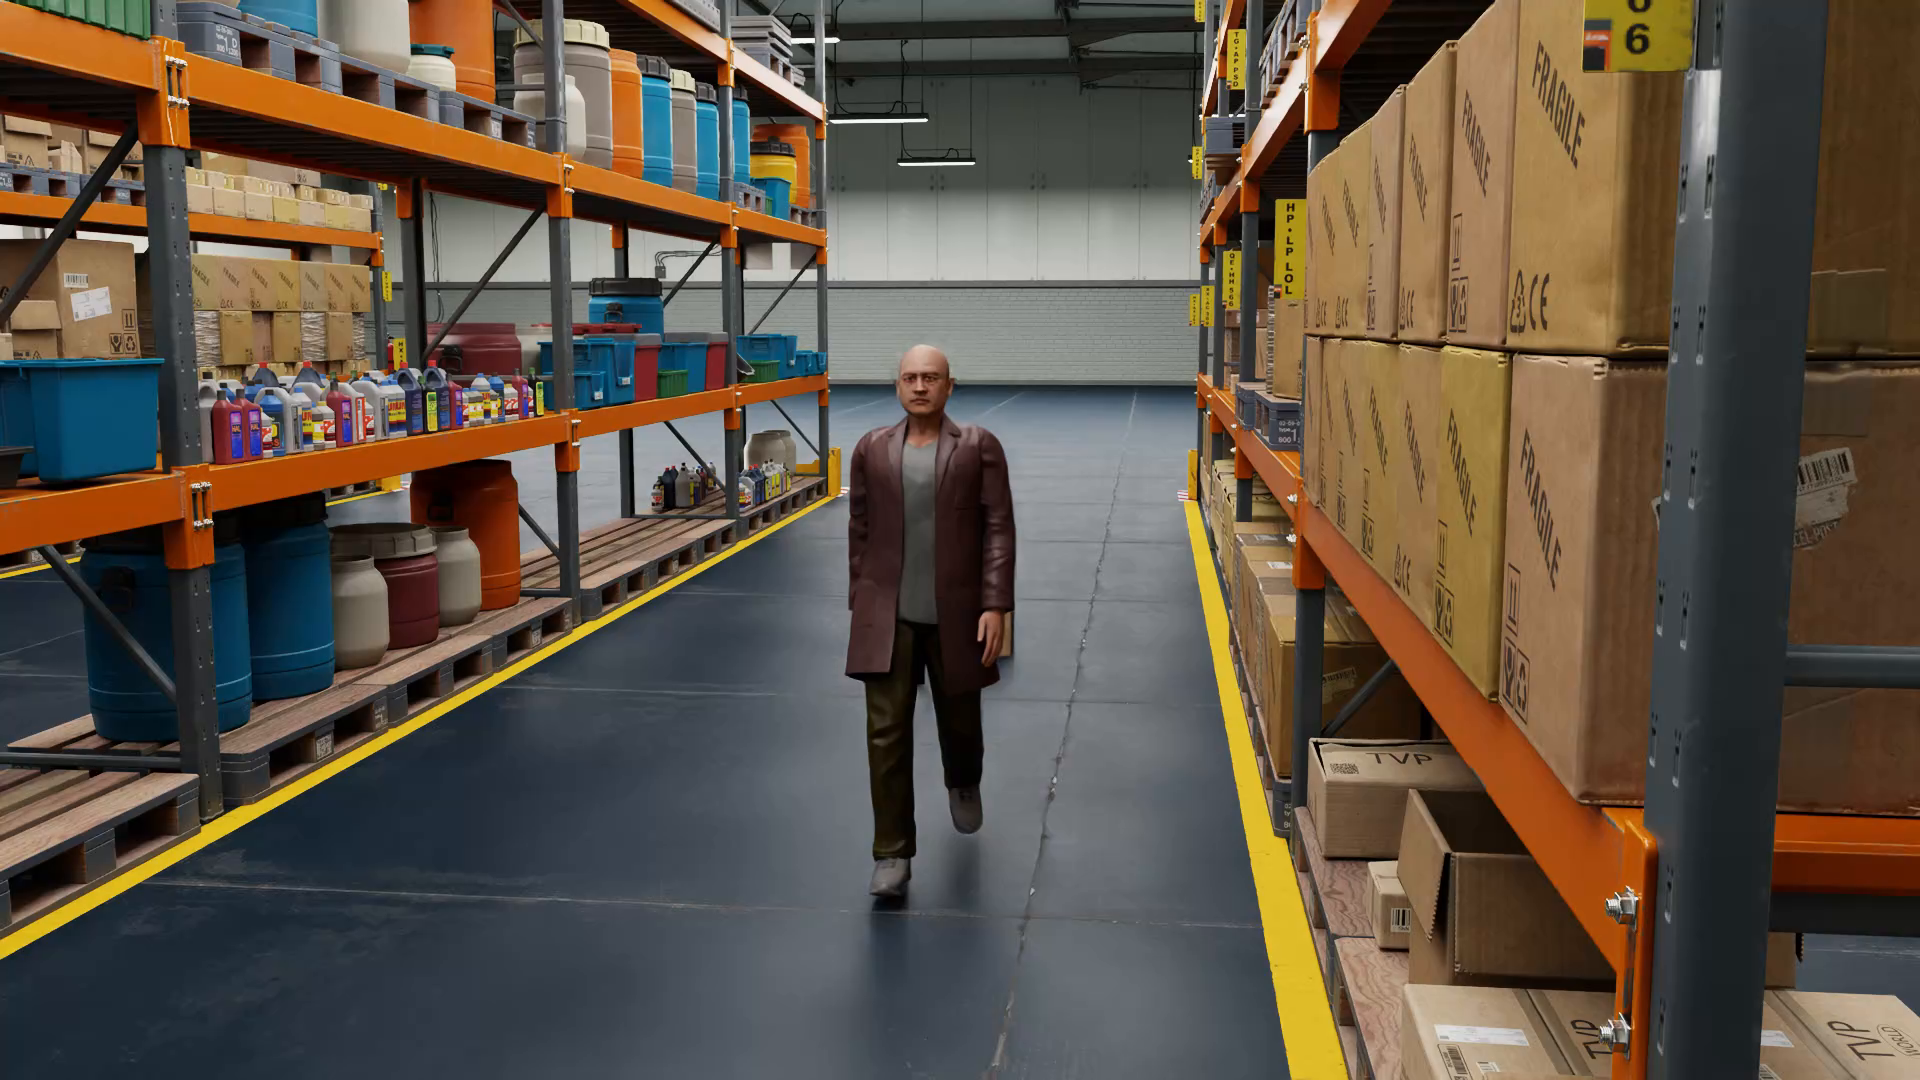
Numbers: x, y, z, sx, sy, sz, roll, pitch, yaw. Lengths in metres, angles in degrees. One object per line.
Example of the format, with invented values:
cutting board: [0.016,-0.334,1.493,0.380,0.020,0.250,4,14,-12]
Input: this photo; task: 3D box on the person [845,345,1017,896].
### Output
person: [-0.097,0.232,5.525,0.573,1.749,0.938,1,7,6]
